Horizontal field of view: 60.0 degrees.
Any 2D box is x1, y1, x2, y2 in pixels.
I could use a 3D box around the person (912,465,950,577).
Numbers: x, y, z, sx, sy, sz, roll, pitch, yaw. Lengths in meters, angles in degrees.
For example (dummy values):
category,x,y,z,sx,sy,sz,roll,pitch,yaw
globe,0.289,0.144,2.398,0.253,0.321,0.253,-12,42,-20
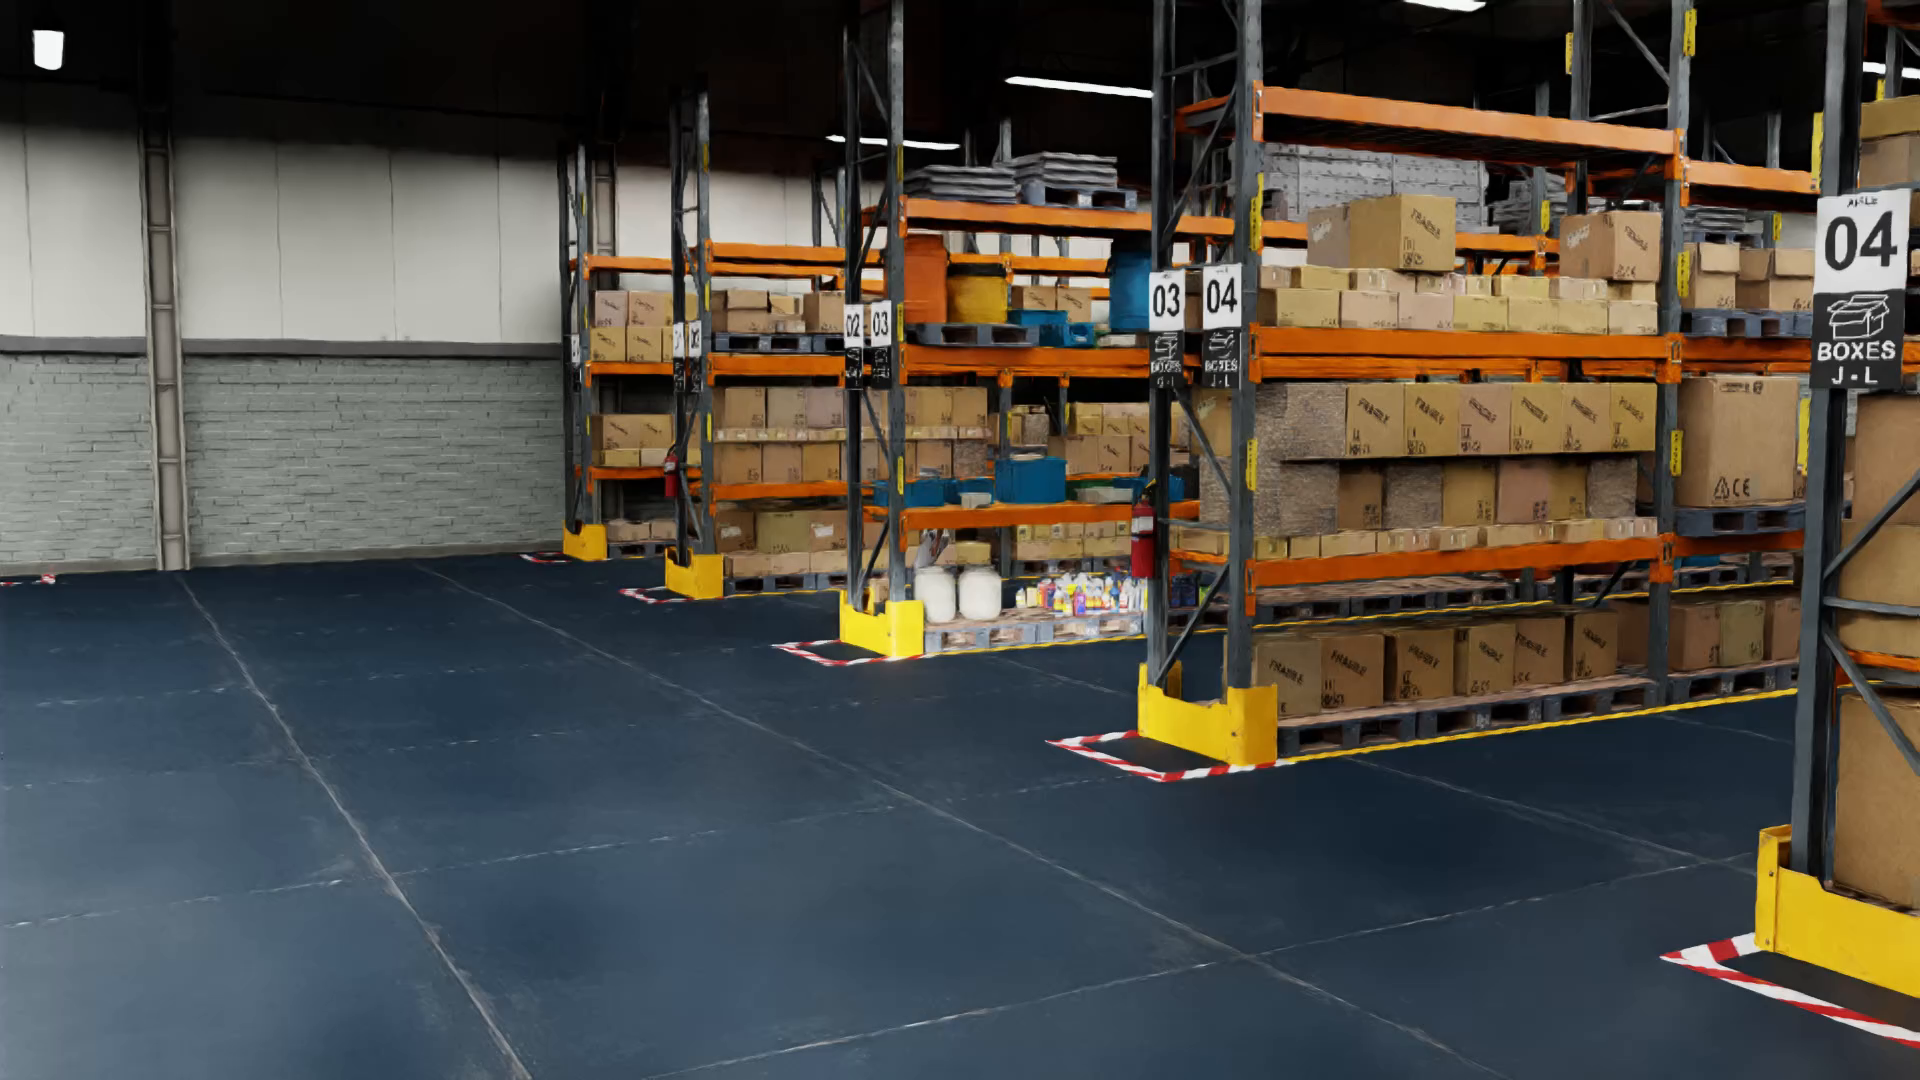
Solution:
category,x,y,z,sx,sy,sz,roll,pitch,yaw
person,-0.297,-0.002,18.006,0.486,1.594,0.692,0,5,3
